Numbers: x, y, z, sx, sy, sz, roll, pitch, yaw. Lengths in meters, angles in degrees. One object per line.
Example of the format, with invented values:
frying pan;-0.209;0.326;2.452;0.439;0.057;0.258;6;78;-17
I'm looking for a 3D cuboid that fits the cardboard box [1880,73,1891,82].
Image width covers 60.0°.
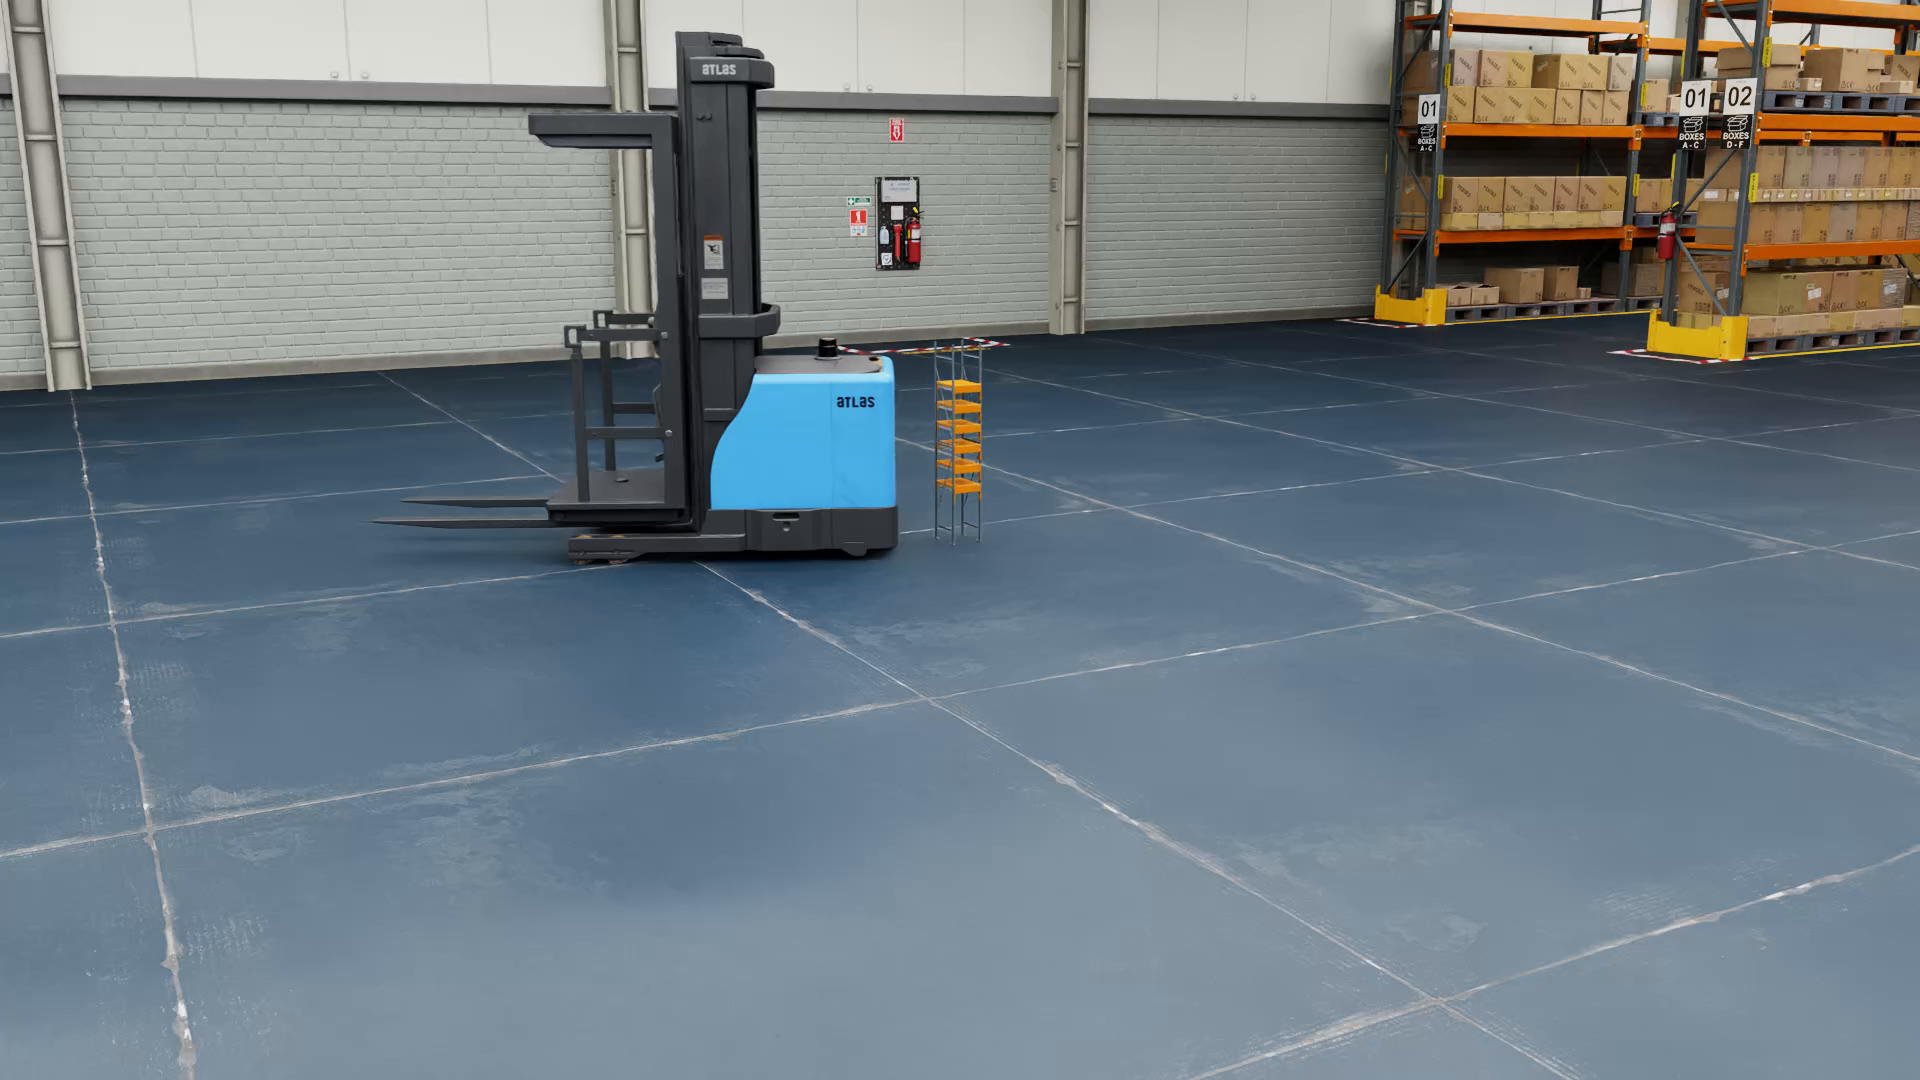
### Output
cardboard box;11.356;-5.764;20.985;0.500;0.311;0.500;-8;15;-31

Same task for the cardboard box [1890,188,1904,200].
cardboard box;11.585;-4.344;20.873;0.250;0.149;0.380;-7;14;-28

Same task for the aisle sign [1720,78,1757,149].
aisle sign;8.976;-4.911;19.180;0.004;0.787;0.394;-7;14;-28

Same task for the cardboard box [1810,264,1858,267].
cardboard box;11.406;-3.317;21.612;0.500;0.500;0.500;-7;14;-28

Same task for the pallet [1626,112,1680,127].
pallet;10.614;-6.500;25.757;1.003;0.211;1.213;-7;14;-28

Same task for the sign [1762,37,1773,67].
sign;9.148;-5.530;18.846;0.005;0.325;0.100;-7;14;-28

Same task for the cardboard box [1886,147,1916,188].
cardboard box;11.569;-4.710;21.024;0.500;0.500;0.700;-7;14;-28

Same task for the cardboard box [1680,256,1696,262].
cardboard box;11.499;-4.628;26.825;0.500;0.250;0.500;-7;15;-29

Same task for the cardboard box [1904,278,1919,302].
cardboard box;12.616;-3.365;22.257;0.500;0.311;0.500;-7;14;-28

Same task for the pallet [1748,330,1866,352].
pallet;10.608;-2.565;21.024;1.213;0.211;1.003;-7;14;-28

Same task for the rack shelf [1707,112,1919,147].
rack shelf;10.643;-5.032;20.443;4.000;0.370;1.077;-7;14;-28

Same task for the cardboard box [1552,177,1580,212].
cardboard box;8.872;-5.173;24.850;0.500;0.500;0.500;-7;15;-29

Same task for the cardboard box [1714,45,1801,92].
cardboard box;9.394;-5.556;19.621;0.637;0.503;0.797;-6;14;-24

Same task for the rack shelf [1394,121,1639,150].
rack shelf;8.266;-5.986;24.683;4.000;0.370;1.077;-7;14;-28

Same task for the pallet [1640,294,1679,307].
pallet;11.776;-3.935;27.114;1.213;0.211;1.003;-7;14;-28

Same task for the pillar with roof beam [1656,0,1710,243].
pillar with roof beam;14.039;-7.632;23.526;0.400;9.000;9.100;-7;14;-28

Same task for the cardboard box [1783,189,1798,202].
cardboard box;9.785;-4.128;19.916;0.250;0.149;0.380;-7;14;-28

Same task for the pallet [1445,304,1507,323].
pallet;7.307;-3.389;24.689;1.213;0.211;1.003;-7;14;-28

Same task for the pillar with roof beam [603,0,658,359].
pillar with roof beam;-1.760;-5.738;15.112;0.400;9.000;9.100;-7;14;-28

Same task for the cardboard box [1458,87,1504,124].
cardboard box;7.412;-6.222;23.818;0.500;0.500;0.500;-6;14;-24

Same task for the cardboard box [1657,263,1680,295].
cardboard box;11.089;-4.224;26.737;0.500;0.500;0.700;-7;15;-29

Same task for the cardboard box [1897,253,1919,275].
cardboard box;16.535;-4.988;29.382;0.750;0.750;0.750;-7;14;-27

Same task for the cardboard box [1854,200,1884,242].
cardboard box;11.110;-4.022;20.921;0.500;0.500;0.700;-7;14;-27

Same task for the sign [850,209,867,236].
sign;-1.278;-3.999;20.965;0.234;0.329;0.001;-7;14;-28

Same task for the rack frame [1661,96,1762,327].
rack frame;8.887;-3.709;19.758;0.127;3.000;1.000;-7;14;-28

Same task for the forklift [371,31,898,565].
forklift;-1.895;-1.409;9.694;3.031;2.935;1.130;-1;13;-3

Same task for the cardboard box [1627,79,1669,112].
cardboard box;10.540;-6.843;25.669;0.500;0.500;0.500;-5;13;-20

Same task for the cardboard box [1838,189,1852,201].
cardboard box;10.684;-4.236;20.393;0.250;0.149;0.380;-7;14;-27

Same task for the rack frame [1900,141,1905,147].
rack frame;17.043;-5.926;29.608;0.127;3.000;1.000;-7;14;-28

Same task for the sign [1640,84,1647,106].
sign;10.288;-6.696;25.021;0.005;0.325;0.100;-7;14;-28

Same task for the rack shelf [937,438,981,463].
rack shelf;-0.013;-0.540;9.980;0.180;0.103;0.258;-7;14;-28

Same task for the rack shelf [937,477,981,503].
rack shelf;-0.013;-0.306;10.033;0.180;0.103;0.258;-7;14;-28

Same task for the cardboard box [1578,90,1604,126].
cardboard box;9.247;-6.454;24.852;0.500;0.500;0.500;-8;15;-33

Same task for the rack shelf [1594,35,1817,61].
rack shelf;11.777;-7.675;26.267;4.000;0.370;1.077;-7;14;-28

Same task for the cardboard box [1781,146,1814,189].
cardboard box;9.809;-4.499;20.087;0.500;0.500;0.700;-7;15;-29

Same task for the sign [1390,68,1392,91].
sign;6.262;-6.668;24.056;0.005;0.325;0.100;-7;14;-28

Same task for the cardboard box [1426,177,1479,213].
cardboard box;7.073;-4.958;23.896;0.500;0.500;0.500;-7;14;-28

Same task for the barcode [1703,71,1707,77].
barcode;8.921;-5.580;19.919;0.075;0.075;0.001;-7;14;-28

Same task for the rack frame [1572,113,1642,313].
rack frame;10.021;-5.084;25.868;0.127;3.000;1.000;-7;14;-28

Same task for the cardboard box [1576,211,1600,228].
cardboard box;9.310;-4.862;25.175;0.500;0.250;0.500;-7;14;-28

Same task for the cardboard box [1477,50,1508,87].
cardboard box;7.429;-6.710;23.709;0.500;0.500;0.500;-7;14;-29

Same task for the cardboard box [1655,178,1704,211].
cardboard box;11.541;-5.527;26.607;0.500;0.500;0.700;-5;14;-20

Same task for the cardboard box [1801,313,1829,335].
cardboard box;10.341;-2.692;20.544;0.500;0.250;0.500;-7;14;-28

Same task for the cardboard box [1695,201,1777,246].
cardboard box;9.303;-3.804;19.954;0.500;0.500;0.700;-7;14;-28

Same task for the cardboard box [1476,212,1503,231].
cardboard box;7.540;-4.647;24.224;0.500;0.250;0.500;-7;15;-30

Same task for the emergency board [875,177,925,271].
emergency board;-0.743;-4.020;21.139;0.643;1.169;0.194;-7;14;-28

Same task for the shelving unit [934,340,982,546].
shelving unit;-0.013;-0.584;9.971;0.189;1.200;0.258;-7;14;-28

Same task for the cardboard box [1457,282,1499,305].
cardboard box;7.661;-3.682;24.758;0.500;0.311;0.500;-6;14;-23

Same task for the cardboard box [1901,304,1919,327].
cardboard box;12.096;-2.902;21.480;0.500;0.250;0.500;-7;14;-28

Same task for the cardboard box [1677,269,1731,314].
cardboard box;9.215;-3.052;20.437;0.500;0.500;0.500;-7;14;-28

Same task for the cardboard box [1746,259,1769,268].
cardboard box;12.925;-4.414;27.583;0.500;0.500;0.700;-7;14;-27

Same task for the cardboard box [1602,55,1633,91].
cardboard box;9.712;-6.989;24.949;0.500;0.500;0.500;-8;15;-33

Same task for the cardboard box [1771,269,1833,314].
cardboard box;10.335;-3.060;20.472;0.500;0.500;0.500;-7;14;-28
